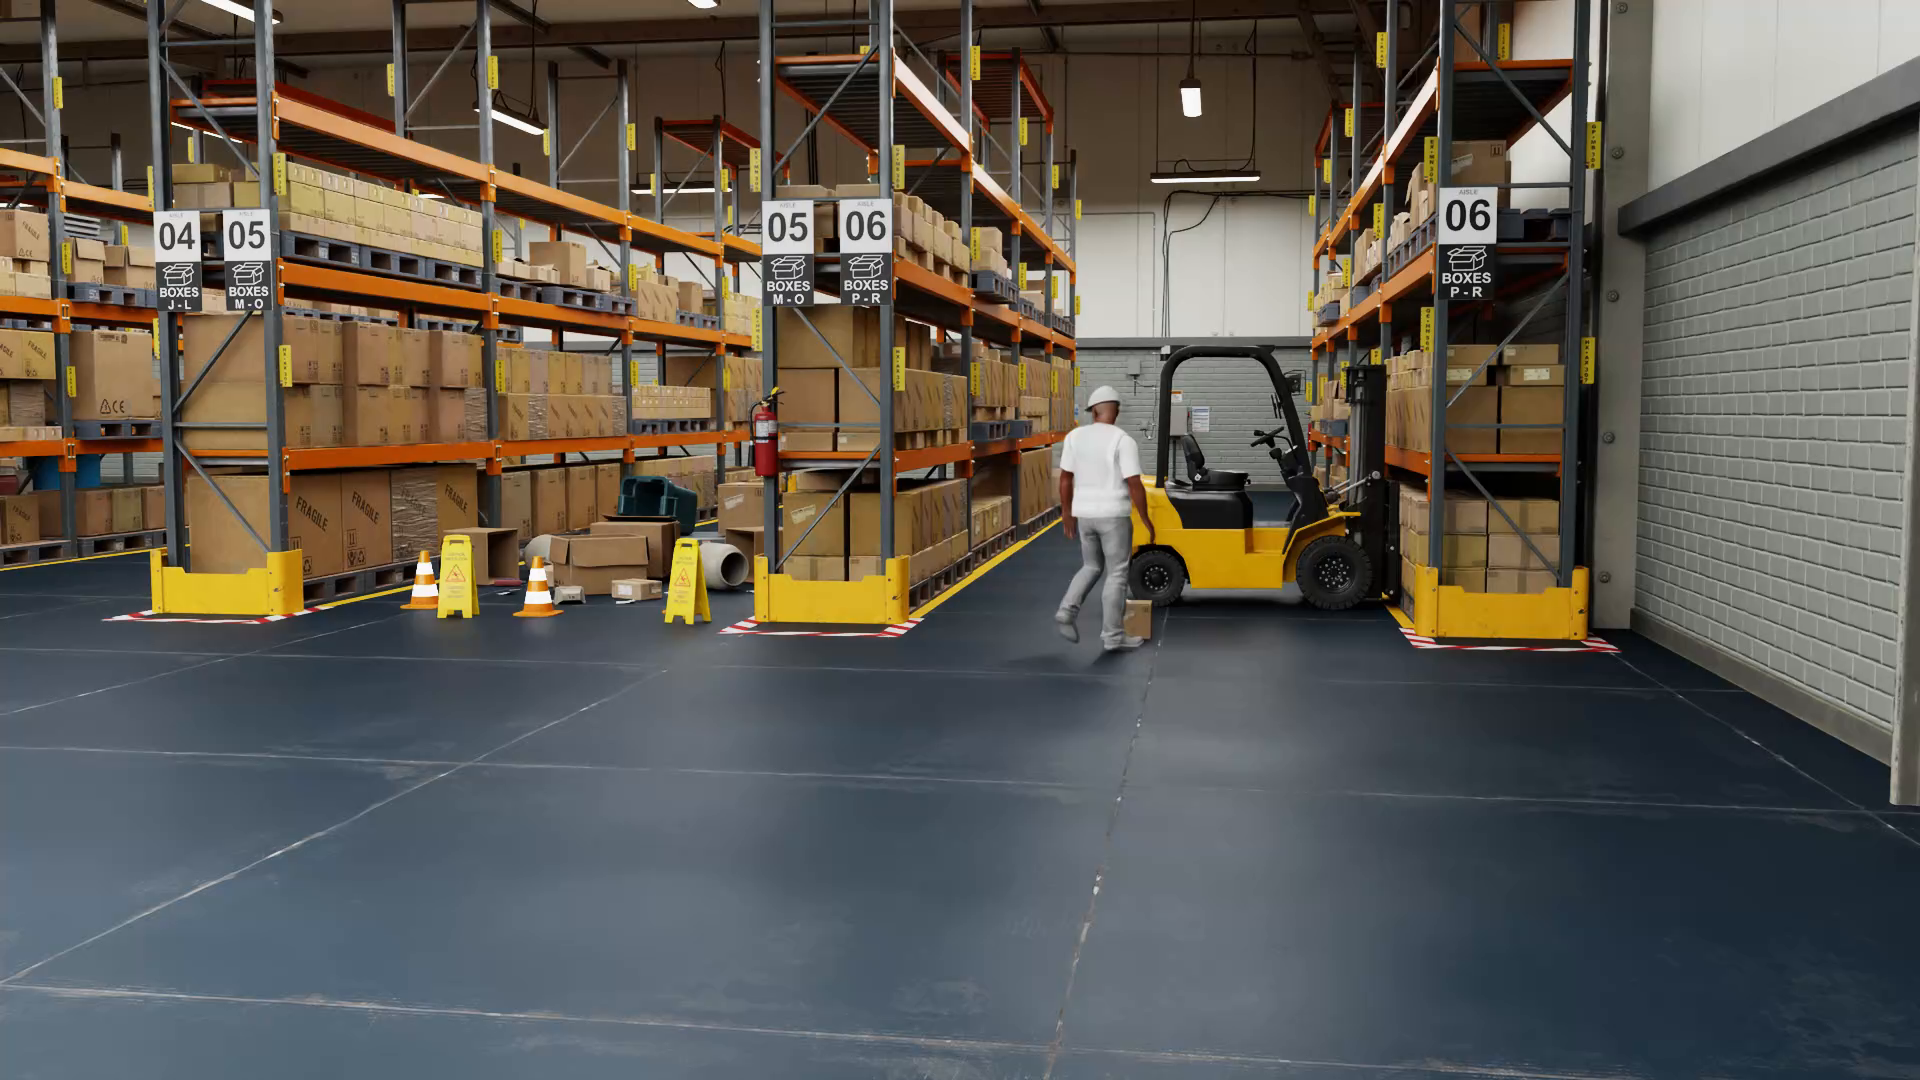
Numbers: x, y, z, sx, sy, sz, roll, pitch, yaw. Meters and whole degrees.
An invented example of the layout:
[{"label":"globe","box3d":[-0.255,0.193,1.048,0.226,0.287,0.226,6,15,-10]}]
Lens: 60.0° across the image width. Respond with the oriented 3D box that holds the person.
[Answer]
[{"label":"person","box3d":[0.956,-0.149,11.136,0.631,1.764,0.543,4,6,44]}]
